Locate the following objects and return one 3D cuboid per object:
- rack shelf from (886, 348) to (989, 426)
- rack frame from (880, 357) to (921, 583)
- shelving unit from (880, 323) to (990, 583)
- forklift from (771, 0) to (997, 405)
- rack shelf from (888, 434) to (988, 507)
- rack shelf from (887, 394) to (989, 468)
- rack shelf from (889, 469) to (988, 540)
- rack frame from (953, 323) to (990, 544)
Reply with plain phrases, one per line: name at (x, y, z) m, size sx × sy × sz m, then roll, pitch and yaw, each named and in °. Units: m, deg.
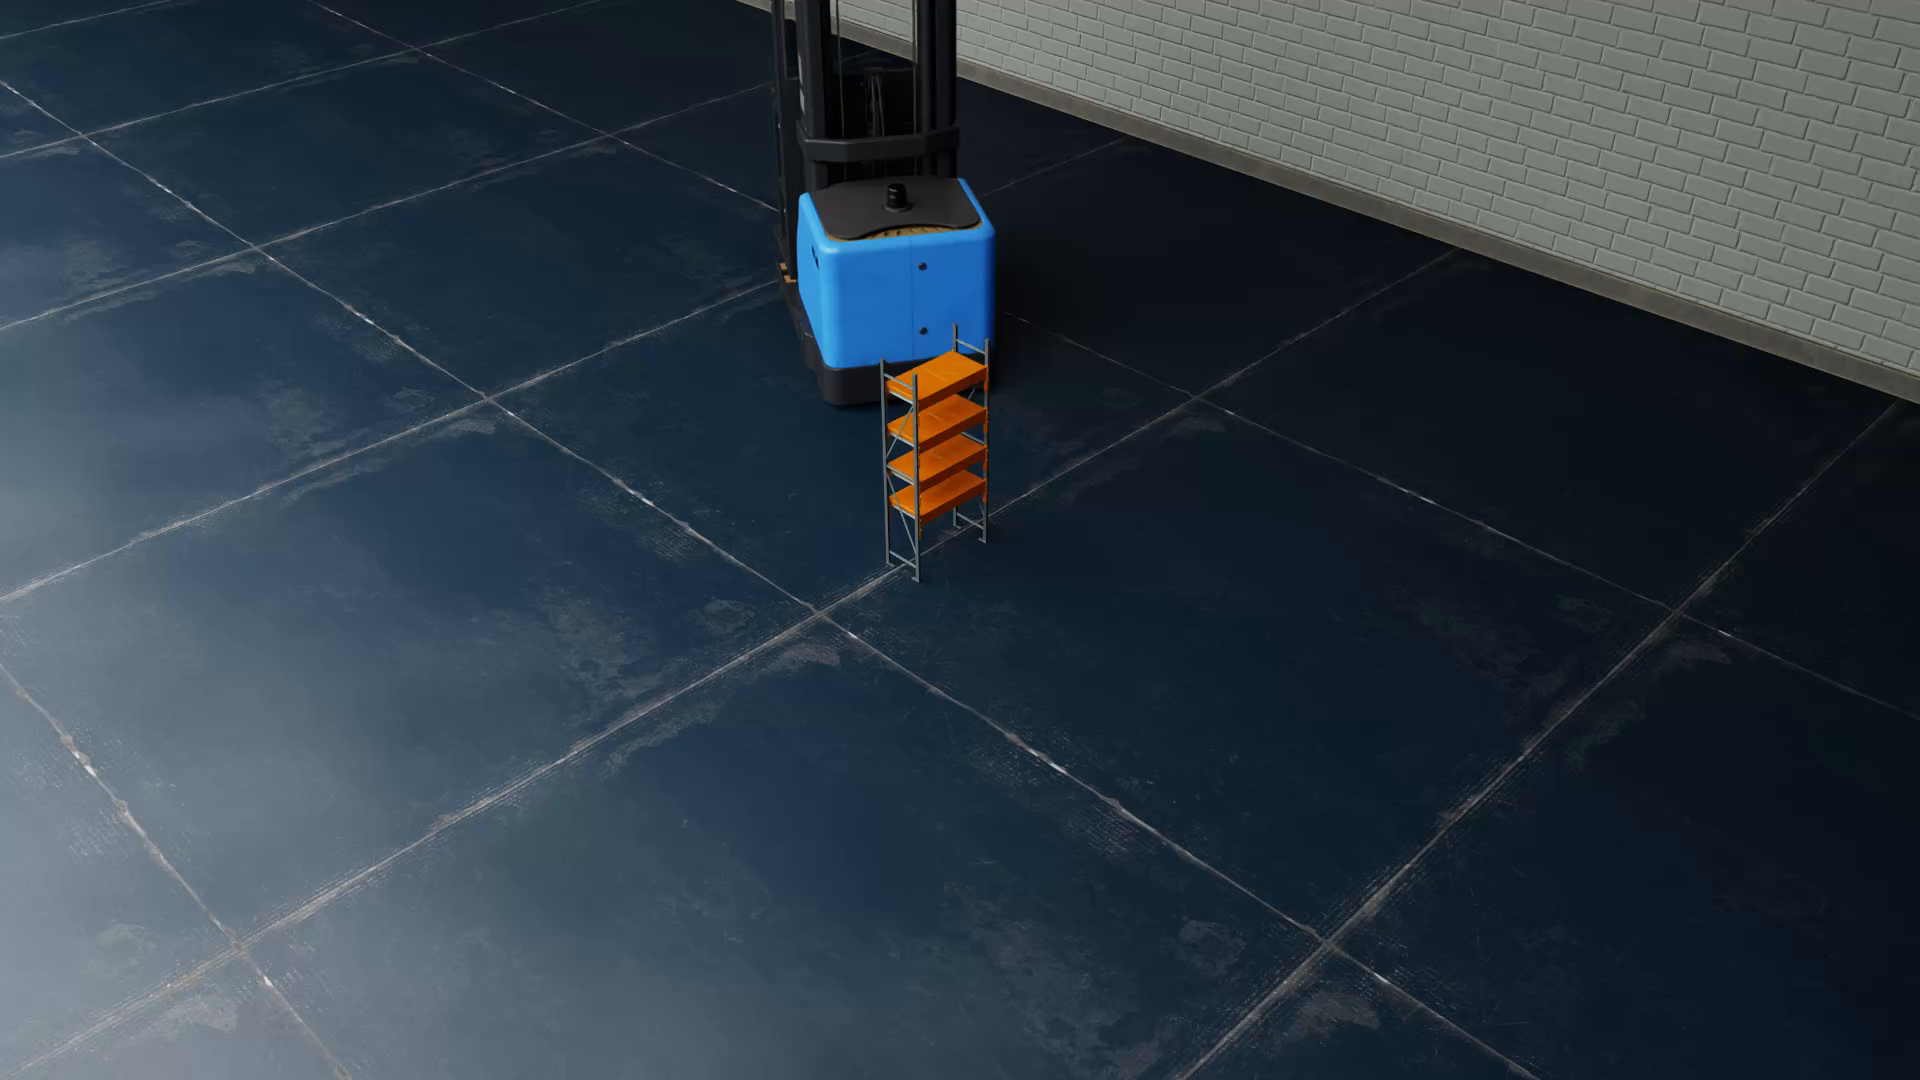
rack shelf at (-0.117, -0.747, 8.076) m, size 0.258 × 0.148 × 0.480 m, roll 30°, pitch 45°, yaw 35°
rack frame at (-0.289, -0.326, 8.159) m, size 0.240 × 1.200 × 0.015 m, roll 30°, pitch 45°, yaw 35°
shelving unit at (-0.117, -0.425, 8.301) m, size 0.258 × 1.200 × 0.503 m, roll 30°, pitch 45°, yaw 35°
forklift at (-0.618, -2.831, 10.238) m, size 1.130 × 2.935 × 3.031 m, roll -8°, pitch 36°, yaw -11°
rack shelf at (-0.117, -0.370, 8.340) m, size 0.258 × 0.148 × 0.480 m, roll 30°, pitch 45°, yaw 35°
rack shelf at (-0.117, -0.553, 8.212) m, size 0.258 × 0.148 × 0.480 m, roll 30°, pitch 45°, yaw 35°
rack shelf at (-0.117, -0.207, 8.453) m, size 0.258 × 0.148 × 0.480 m, roll 30°, pitch 45°, yaw 35°
rack frame at (0.055, -0.524, 8.443) m, size 0.240 × 1.200 × 0.015 m, roll 30°, pitch 45°, yaw 35°
